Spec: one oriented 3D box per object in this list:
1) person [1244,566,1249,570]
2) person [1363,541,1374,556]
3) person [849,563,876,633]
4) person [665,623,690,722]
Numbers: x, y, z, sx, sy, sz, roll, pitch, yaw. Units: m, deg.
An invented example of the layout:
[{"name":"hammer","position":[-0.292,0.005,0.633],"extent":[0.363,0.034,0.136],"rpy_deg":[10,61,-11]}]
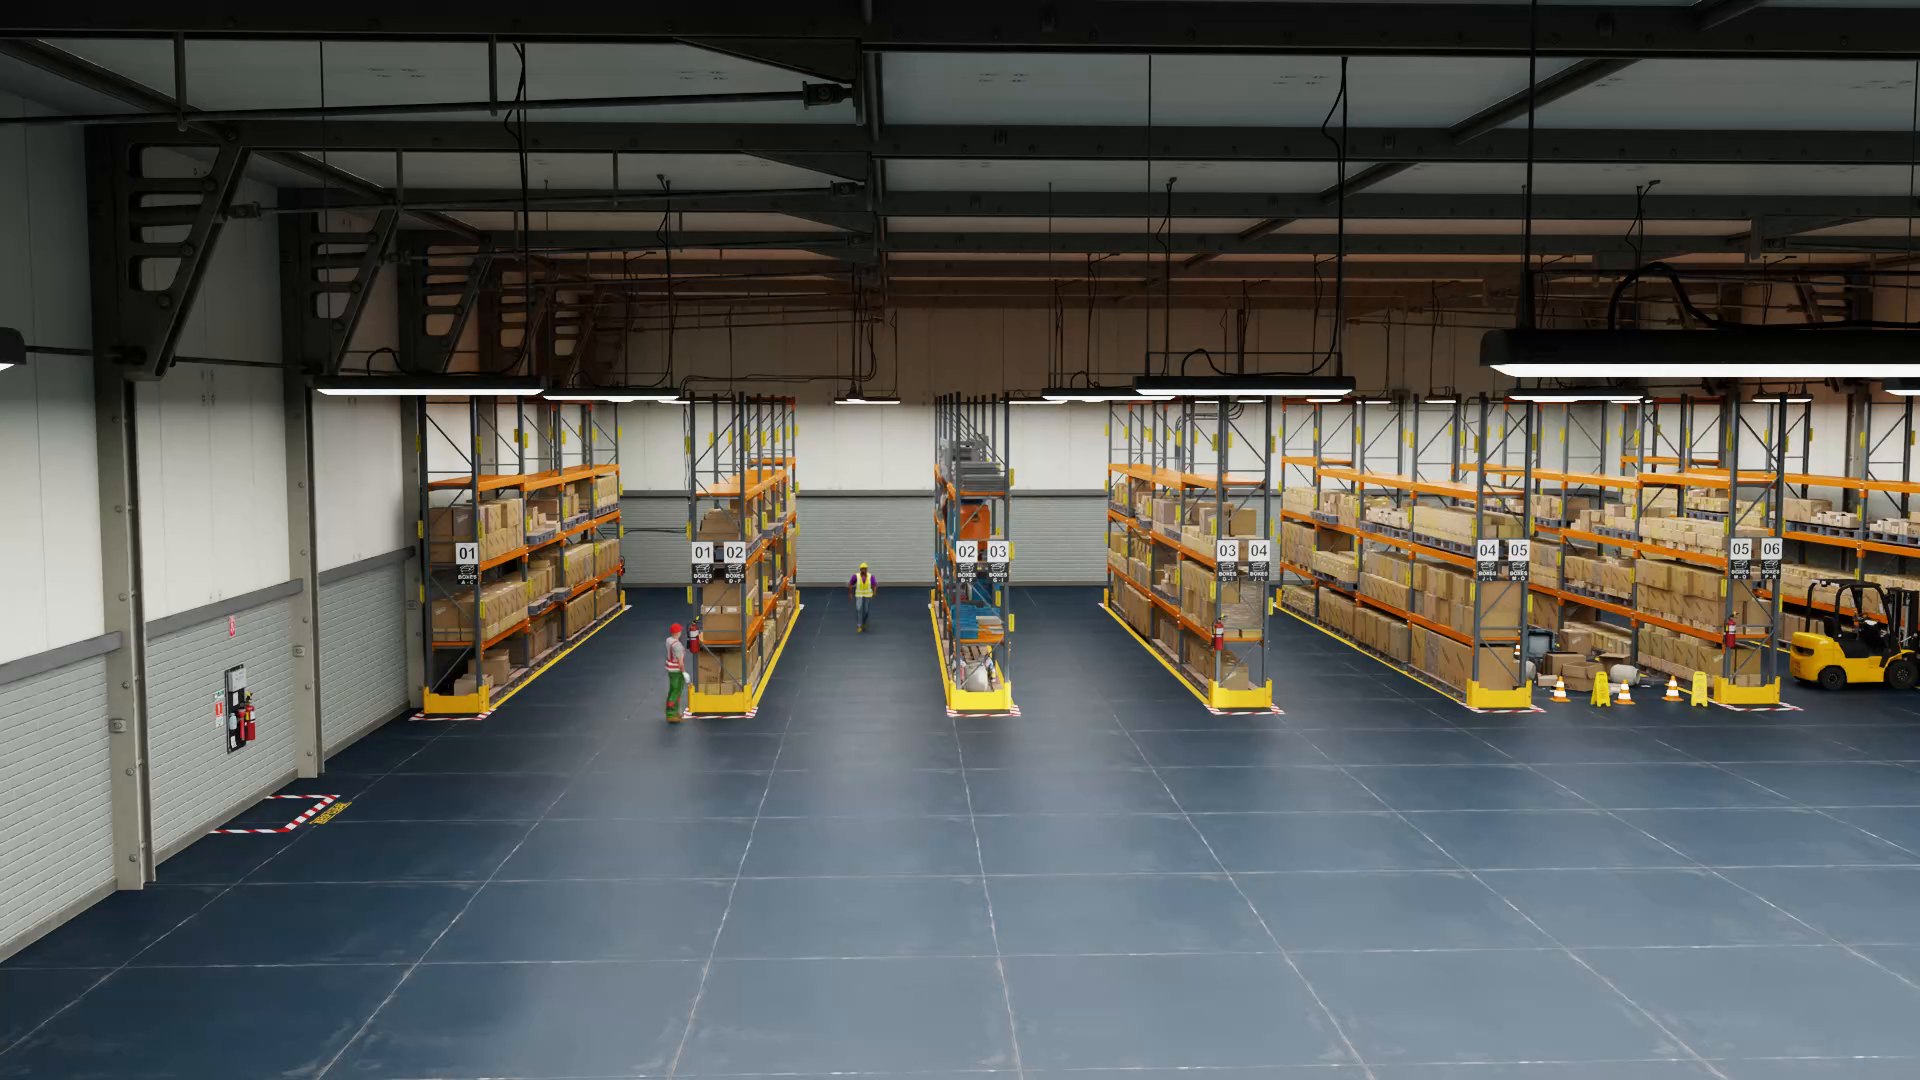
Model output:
[{"name":"person","position":[8.055,1.238,45.558],"extent":[0.557,1.812,0.877],"rpy_deg":[0,5,-1]},{"name":"person","position":[12.289,0.857,50.093],"extent":[0.431,1.679,0.467],"rpy_deg":[-1,5,-16]},{"name":"person","position":[-2.491,1.463,42.541],"extent":[0.690,1.746,1.003],"rpy_deg":[0,5,-3]},{"name":"person","position":[-5.180,2.416,30.358],"extent":[0.453,1.826,0.657],"rpy_deg":[-1,5,-18]}]
